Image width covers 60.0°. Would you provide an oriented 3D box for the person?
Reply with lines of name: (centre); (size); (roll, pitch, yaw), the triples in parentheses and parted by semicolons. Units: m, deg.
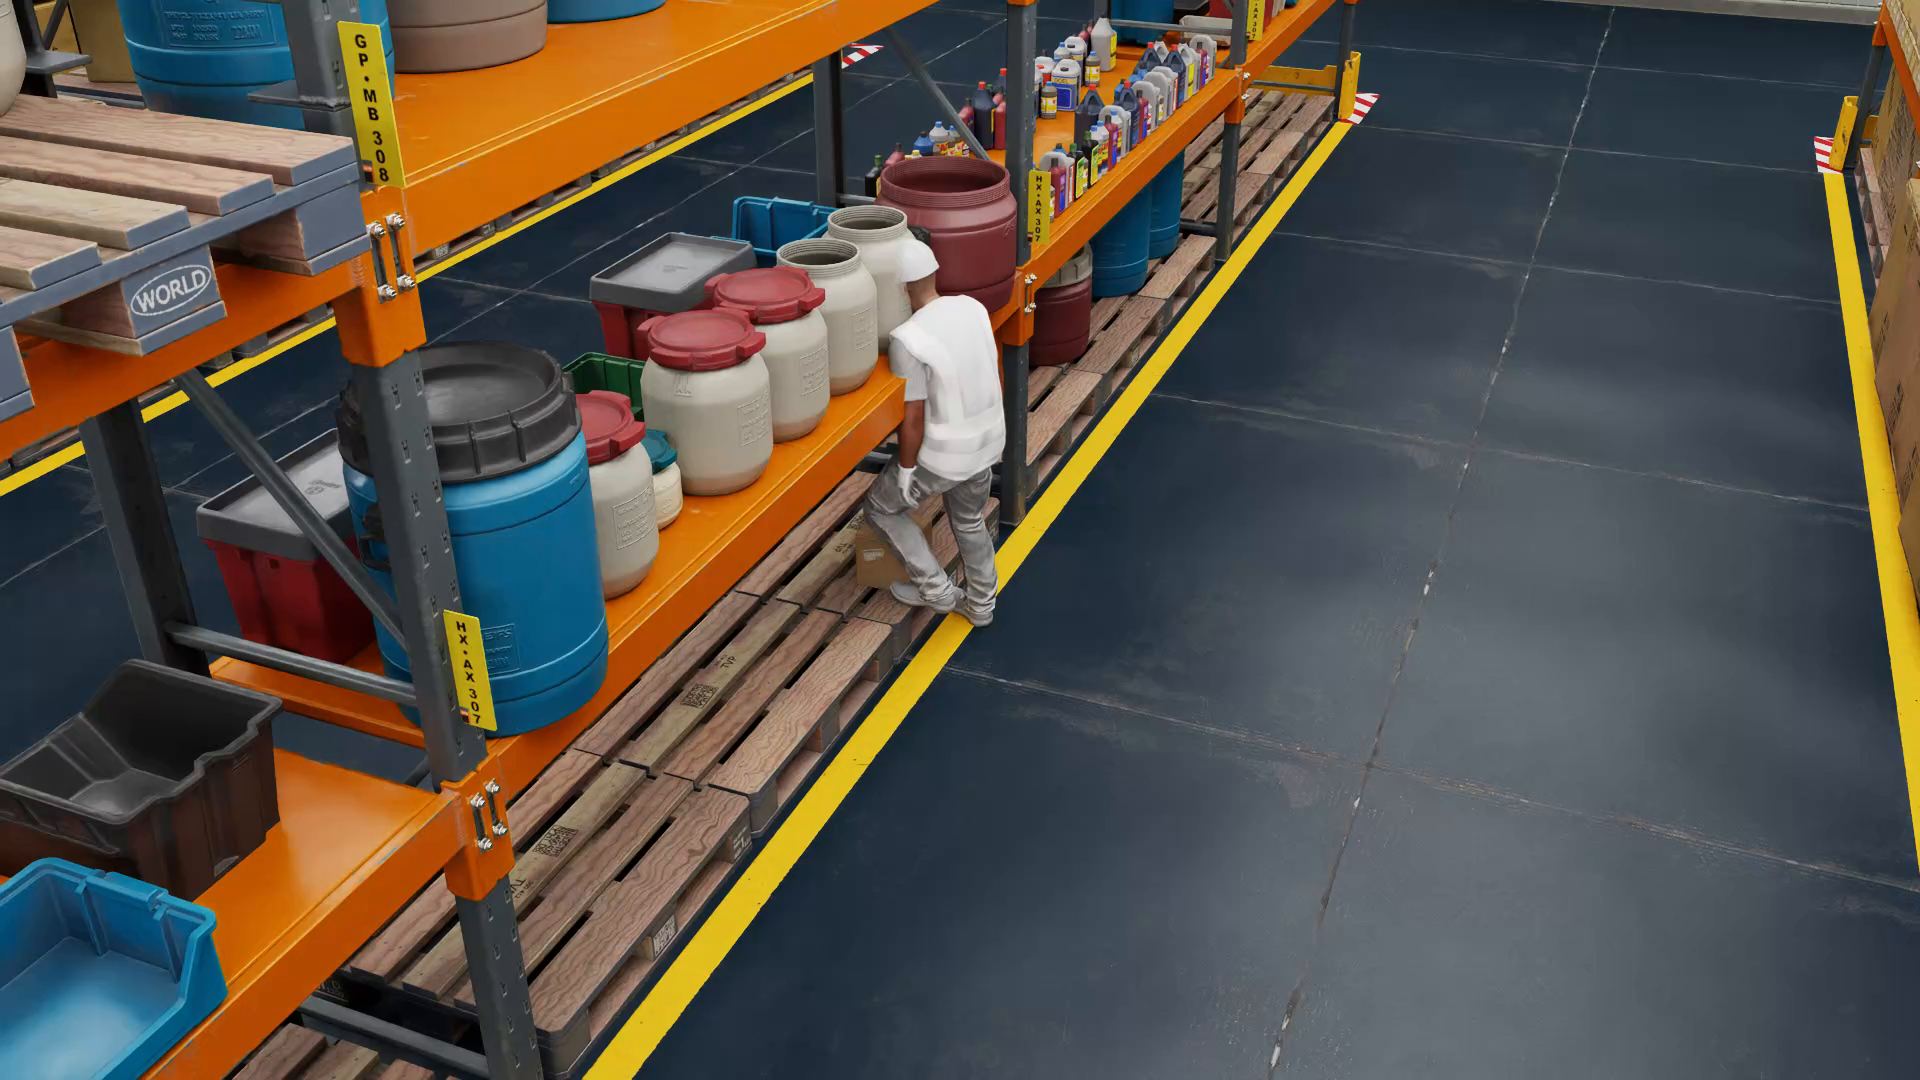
person: (-0.093, -0.376, 6.809); (0.541, 1.750, 0.617); (22, 36, 34)
